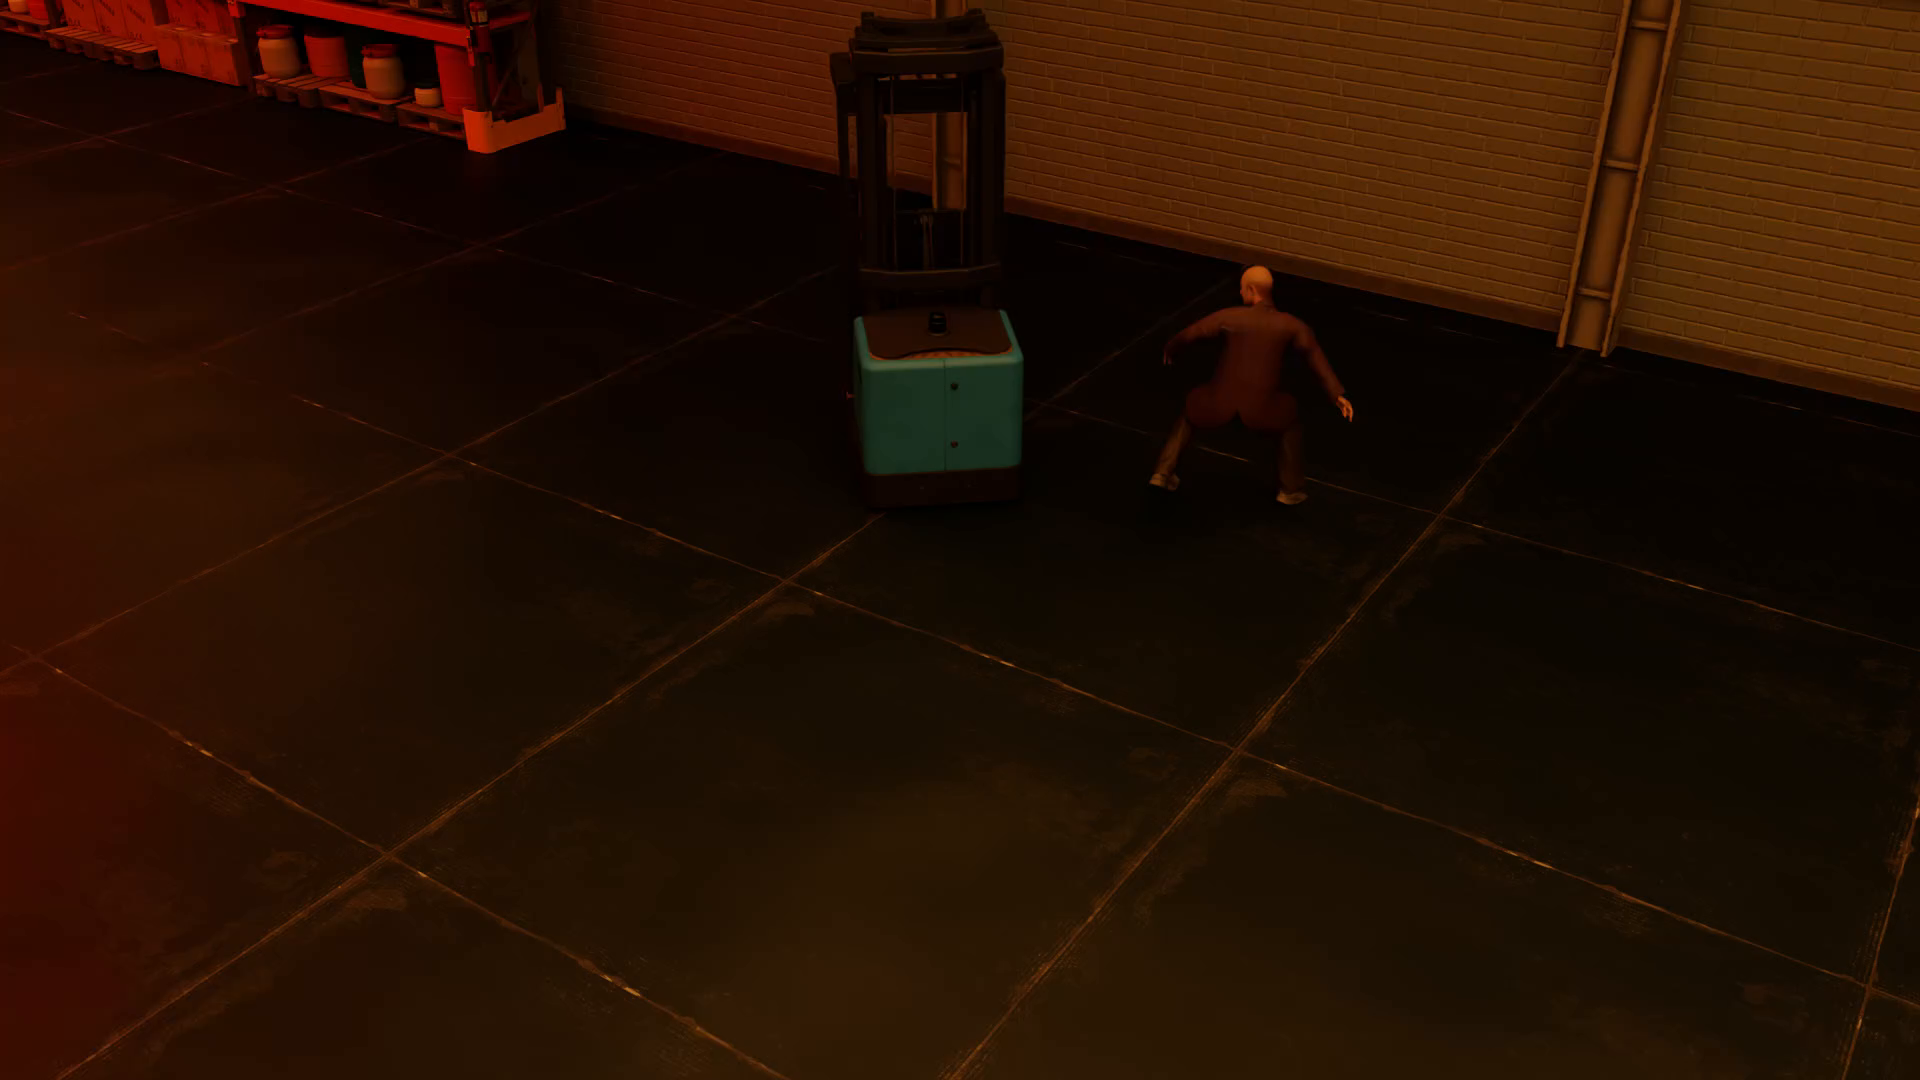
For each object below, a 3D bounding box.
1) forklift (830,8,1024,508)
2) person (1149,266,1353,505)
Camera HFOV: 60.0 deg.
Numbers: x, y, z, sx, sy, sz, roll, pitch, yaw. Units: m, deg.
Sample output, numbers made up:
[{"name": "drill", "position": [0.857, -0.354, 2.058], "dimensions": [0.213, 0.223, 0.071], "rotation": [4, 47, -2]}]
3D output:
[{"name": "forklift", "position": [-0.282, -2.191, 11.354], "dimensions": [1.130, 2.935, 3.031], "rotation": [-4, 30, -6]}, {"name": "person", "position": [1.864, -0.901, 10.528], "dimensions": [1.222, 1.682, 0.567], "rotation": [6, 31, 11]}]
